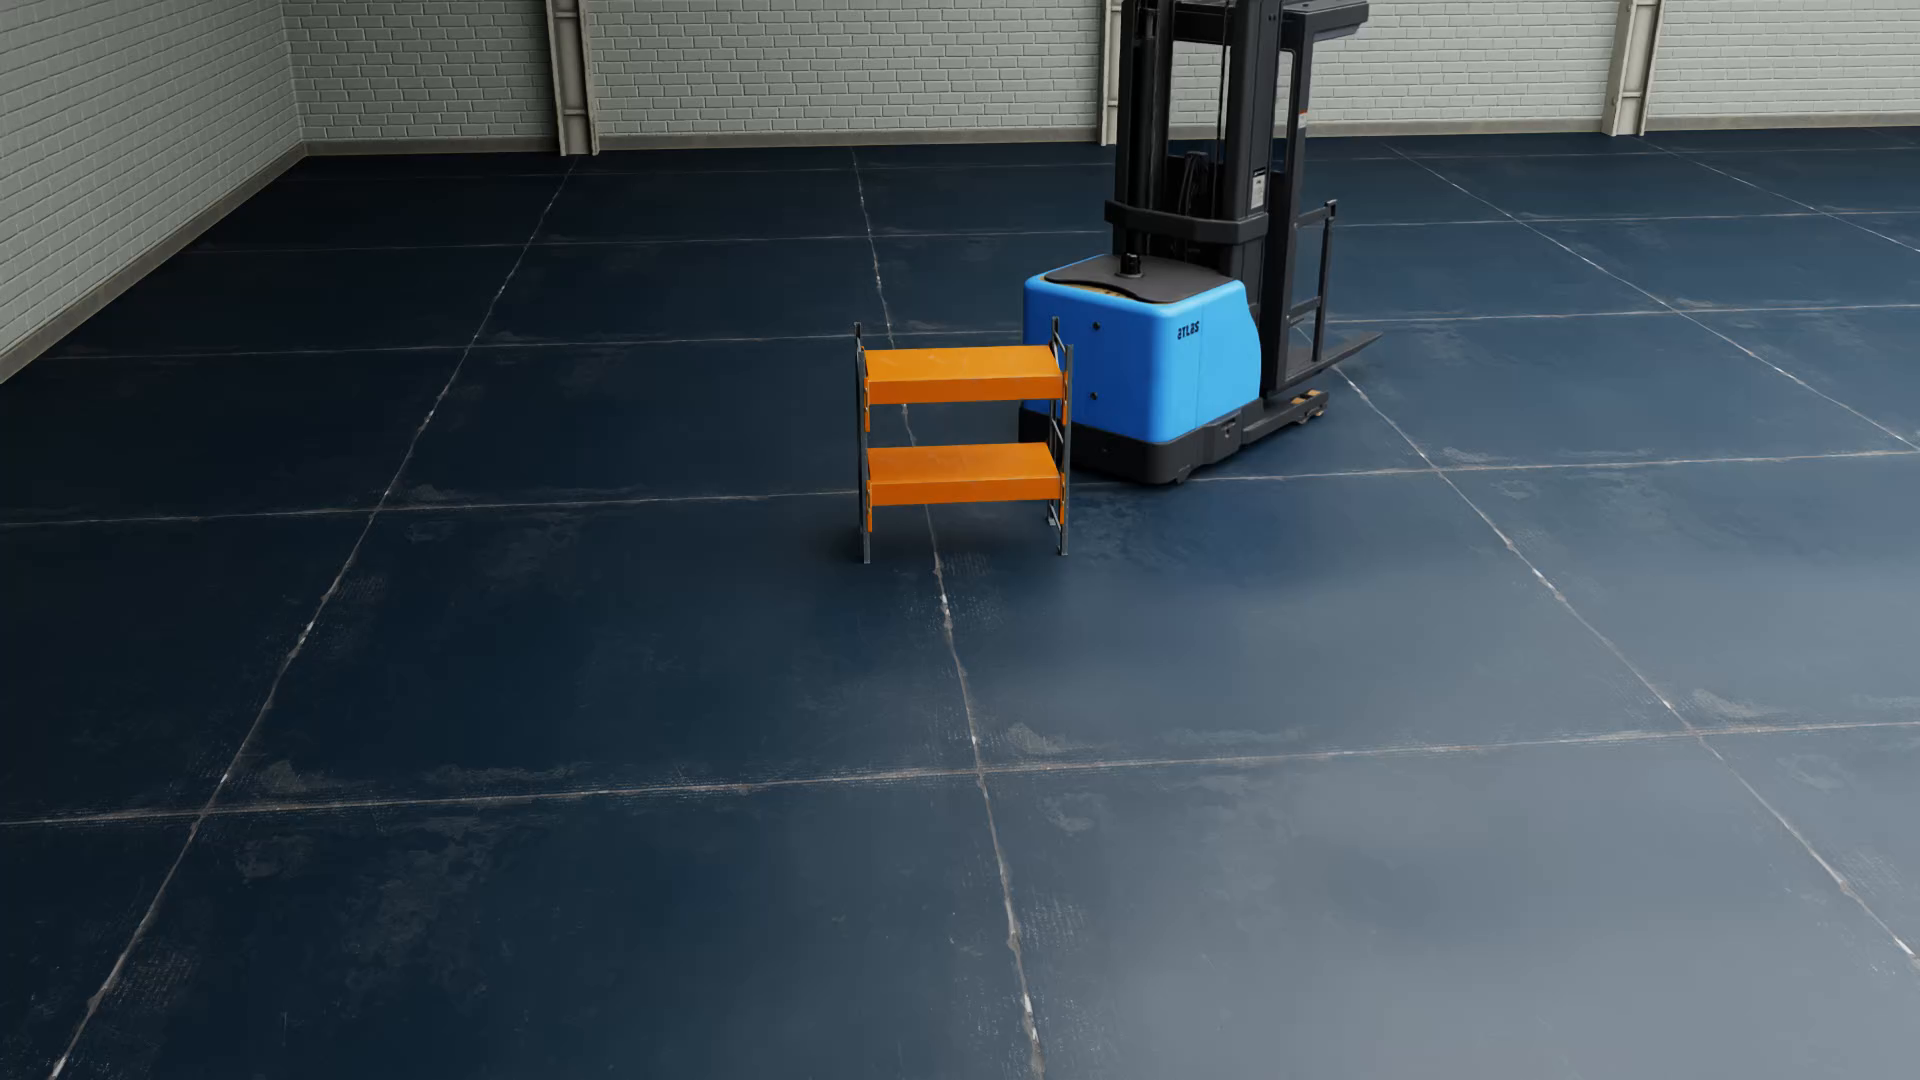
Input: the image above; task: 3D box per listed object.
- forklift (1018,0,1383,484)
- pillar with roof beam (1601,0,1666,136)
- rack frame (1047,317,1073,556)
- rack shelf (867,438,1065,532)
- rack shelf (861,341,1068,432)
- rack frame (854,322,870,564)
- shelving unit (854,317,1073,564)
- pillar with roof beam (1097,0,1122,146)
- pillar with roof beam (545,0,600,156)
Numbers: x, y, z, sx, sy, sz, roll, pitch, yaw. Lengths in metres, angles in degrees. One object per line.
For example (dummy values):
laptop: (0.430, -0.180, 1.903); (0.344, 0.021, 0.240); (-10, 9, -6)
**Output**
forklift: (1.677, -2.176, 10.036); (1.130, 2.935, 3.031); (19, 30, 36)
pillar with roof beam: (8.167, -7.131, 13.715); (0.400, 9.000, 9.100); (-2, 24, -5)
rack frame: (0.513, -0.535, 8.568); (0.032, 1.125, 0.500); (-2, 24, -5)
rack shelf: (0.007, -0.291, 8.621); (1.000, 0.278, 0.538); (-2, 24, -5)
rack shelf: (0.007, -0.782, 8.403); (1.000, 0.278, 0.538); (-2, 24, -5)
rack frame: (-0.499, -0.494, 8.476); (0.032, 1.125, 0.500); (-2, 24, -5)
shelving unit: (0.007, -0.514, 8.522); (1.048, 1.125, 0.538); (-2, 24, -5)
pillar with roof beam: (2.196, -6.892, 13.176); (0.400, 9.000, 9.100); (-2, 24, -5)
pillar with roof beam: (-3.775, -6.652, 12.637); (0.400, 9.000, 9.100); (-2, 24, -5)
